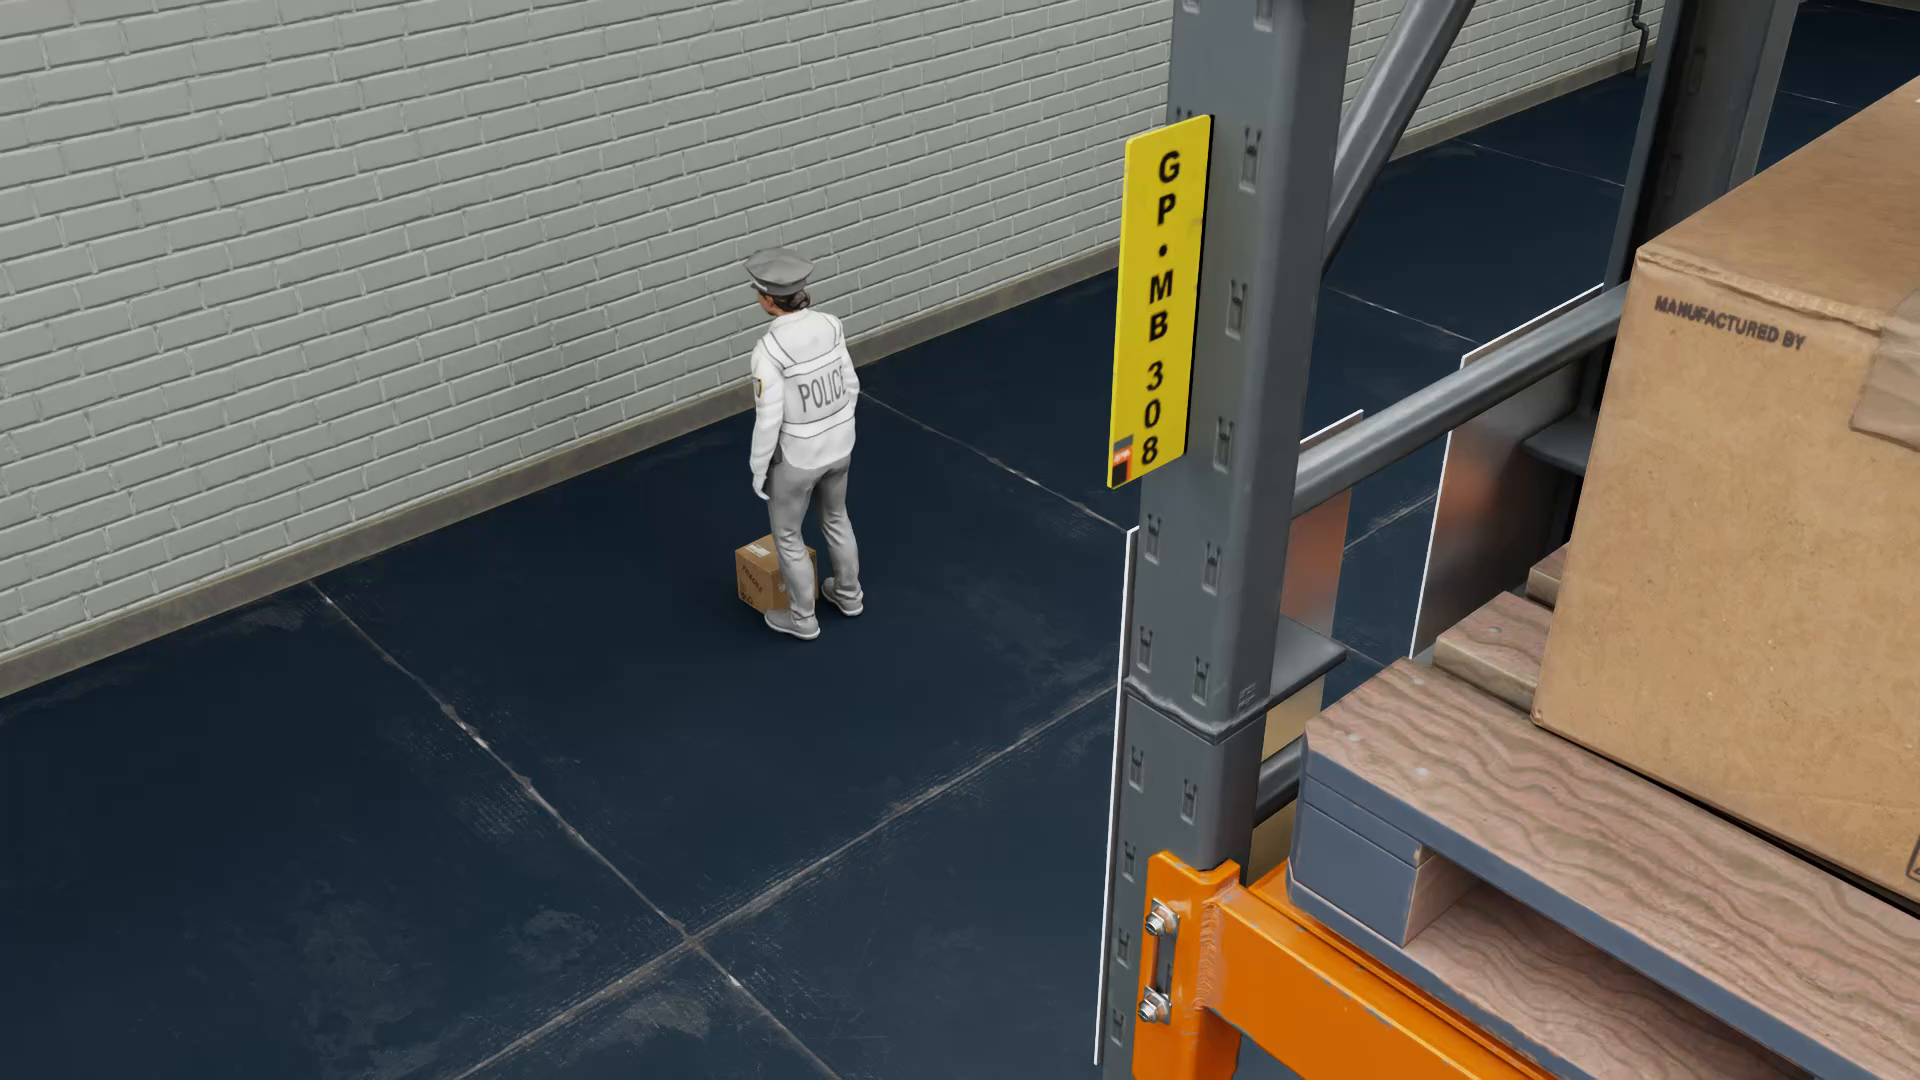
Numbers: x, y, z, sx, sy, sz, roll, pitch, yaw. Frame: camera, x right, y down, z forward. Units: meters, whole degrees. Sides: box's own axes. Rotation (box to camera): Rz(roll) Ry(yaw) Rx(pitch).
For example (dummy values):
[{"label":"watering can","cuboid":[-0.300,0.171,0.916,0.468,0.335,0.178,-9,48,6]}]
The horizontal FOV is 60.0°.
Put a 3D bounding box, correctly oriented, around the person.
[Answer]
[{"label":"person","cuboid":[-0.627,-0.354,6.701,0.374,1.662,0.540,27,41,36]}]
